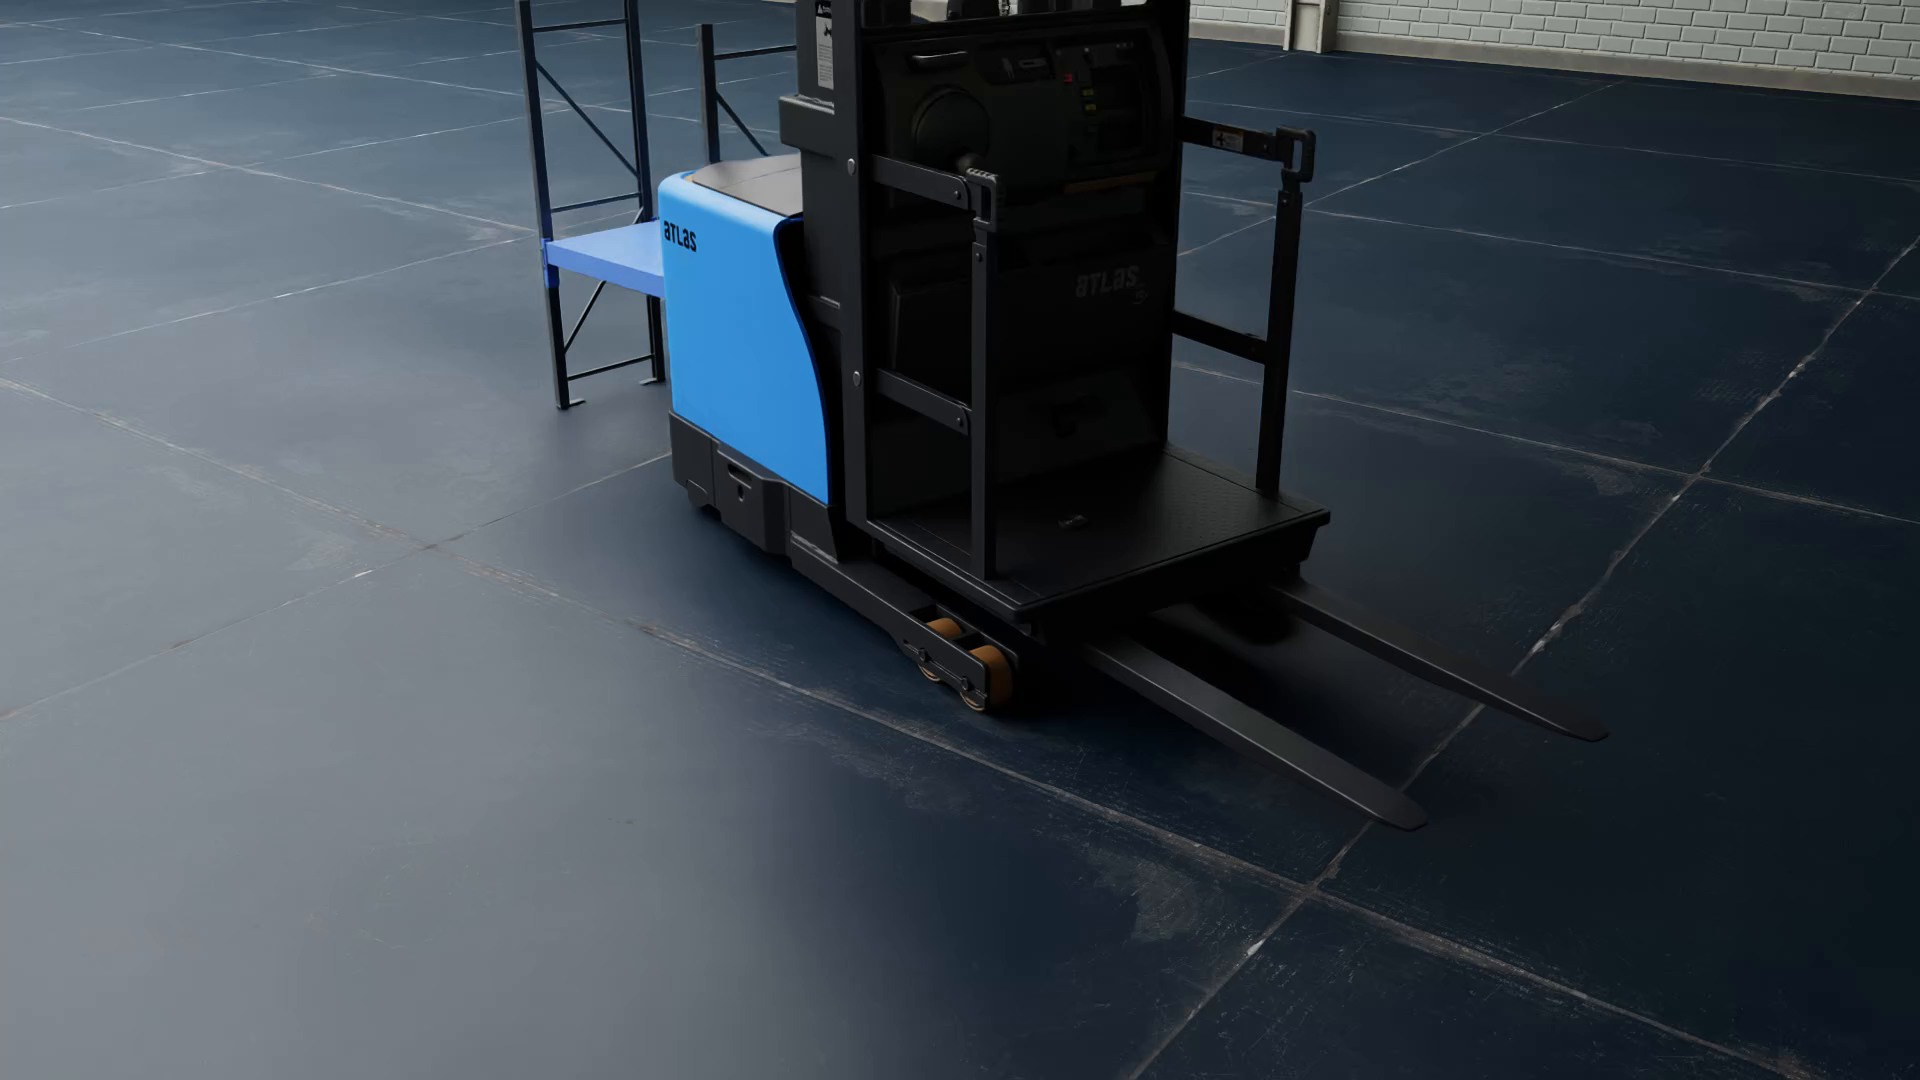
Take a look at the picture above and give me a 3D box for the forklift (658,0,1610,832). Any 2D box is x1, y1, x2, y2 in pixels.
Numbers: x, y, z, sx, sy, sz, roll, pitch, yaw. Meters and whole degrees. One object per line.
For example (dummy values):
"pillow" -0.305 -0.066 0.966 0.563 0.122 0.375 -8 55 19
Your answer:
"forklift" 0.307 -1.125 4.169 1.130 2.935 3.031 -16 28 -32

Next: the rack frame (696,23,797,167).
"rack frame" -0.639 -0.987 5.629 0.032 1.500 0.500 21 31 39

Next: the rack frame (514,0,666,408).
"rack frame" -1.375 -1.270 6.271 0.032 1.500 0.500 21 31 39

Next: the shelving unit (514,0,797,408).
"shelving unit" -1.007 -1.128 5.950 1.048 1.500 0.538 21 31 39

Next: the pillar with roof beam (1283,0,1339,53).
"pillar with roof beam" 0.750 -7.407 10.901 0.400 9.000 9.100 17 29 33

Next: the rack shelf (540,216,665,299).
"rack shelf" -1.007 -0.964 6.023 1.000 0.185 0.538 21 31 39
